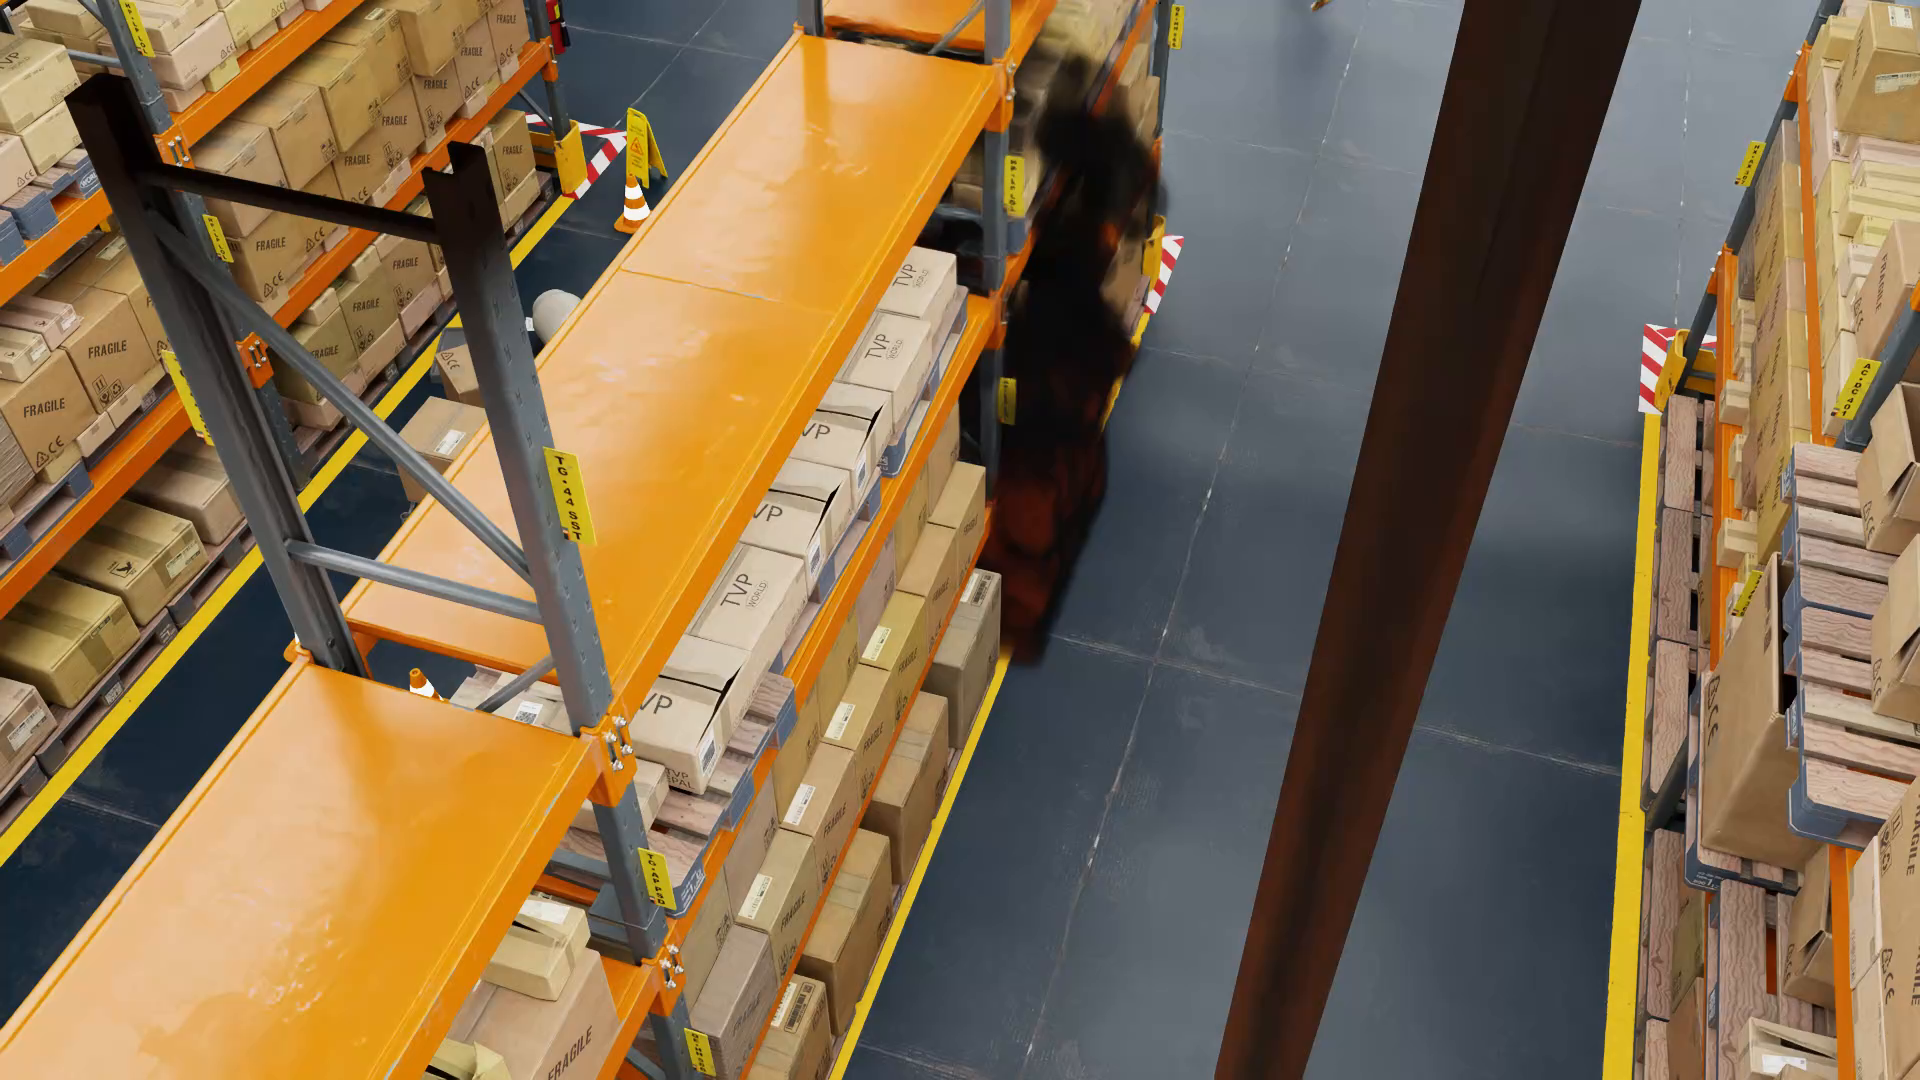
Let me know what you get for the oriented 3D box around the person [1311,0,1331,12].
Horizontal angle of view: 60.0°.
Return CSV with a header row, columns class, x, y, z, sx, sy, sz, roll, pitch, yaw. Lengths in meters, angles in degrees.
class,x,y,z,sx,sy,sz,roll,pitch,yaw
person,3.313,-5.797,15.573,0.668,1.784,0.893,-22,50,-20
